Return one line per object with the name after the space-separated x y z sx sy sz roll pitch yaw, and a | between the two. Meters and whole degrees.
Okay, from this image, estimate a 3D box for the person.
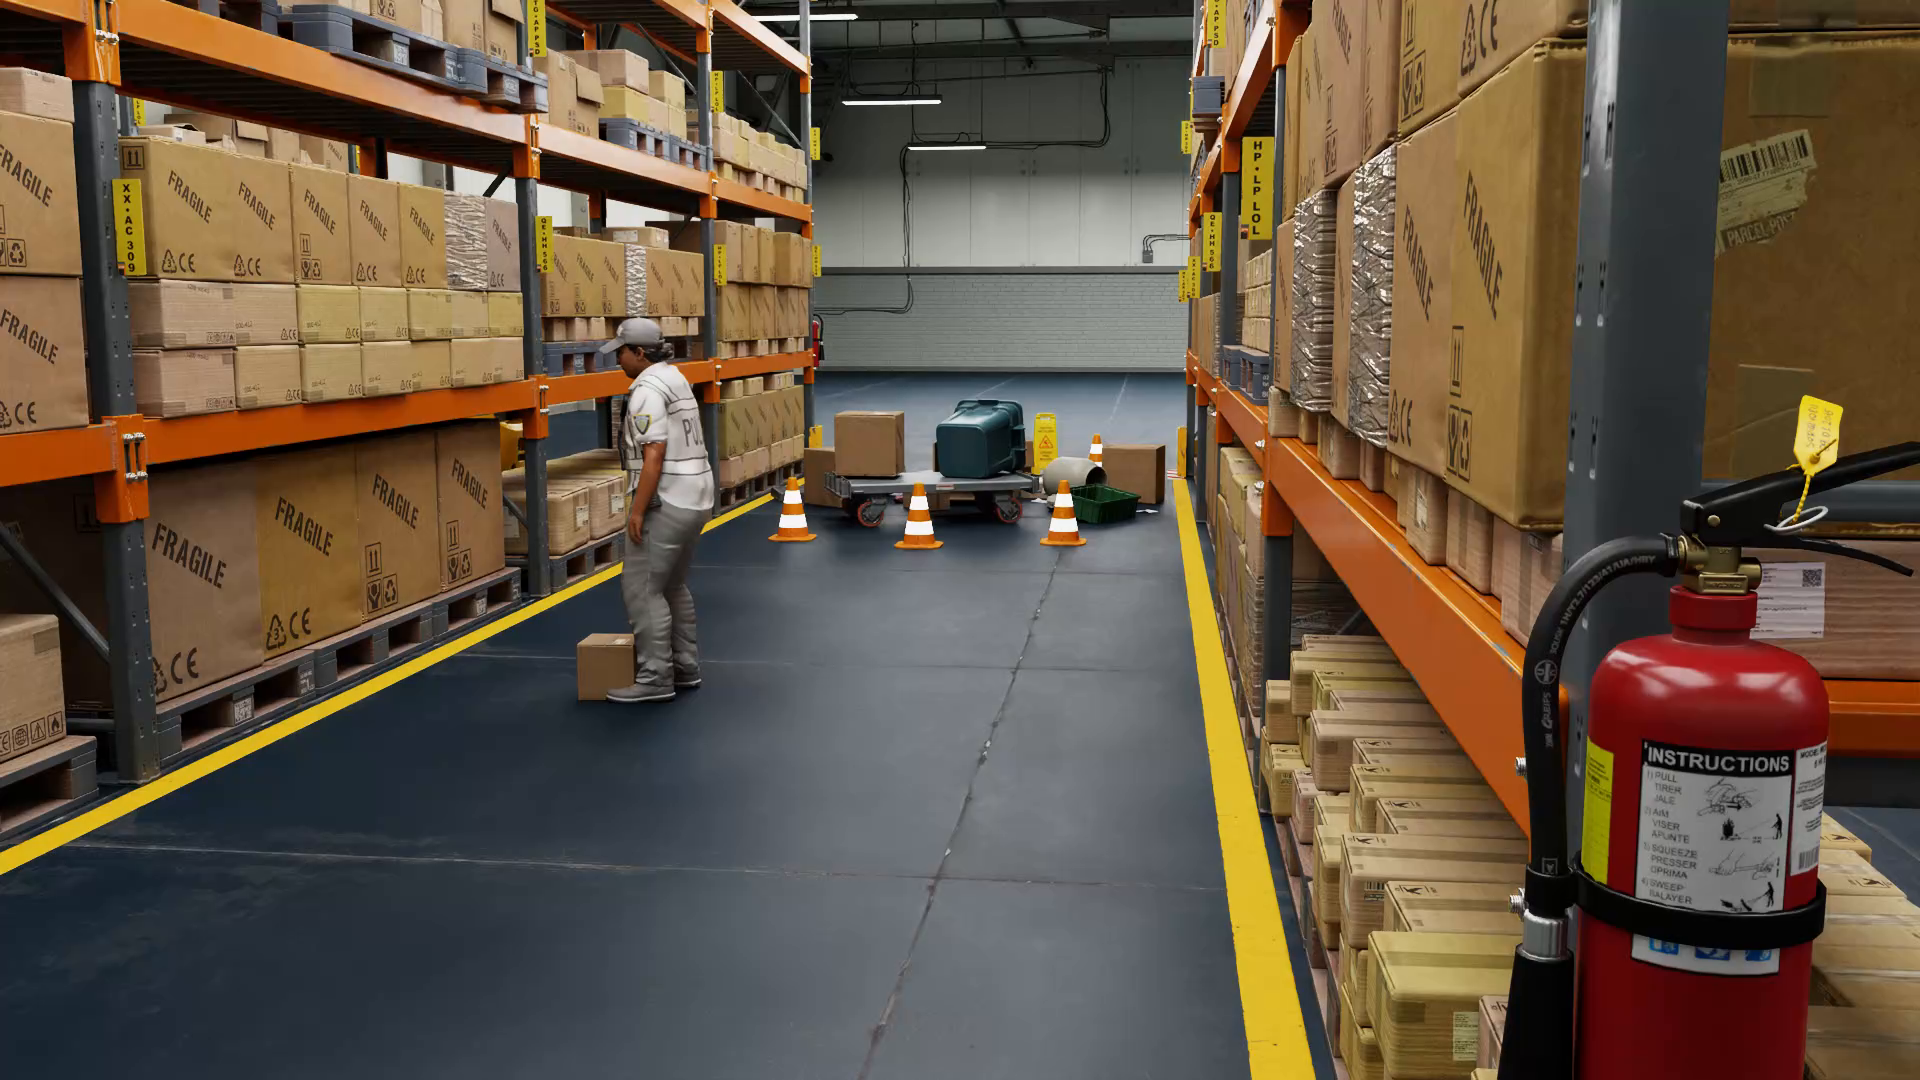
-1.329 -0.137 7.284 0.452 1.666 0.538 1 8 7 | person
